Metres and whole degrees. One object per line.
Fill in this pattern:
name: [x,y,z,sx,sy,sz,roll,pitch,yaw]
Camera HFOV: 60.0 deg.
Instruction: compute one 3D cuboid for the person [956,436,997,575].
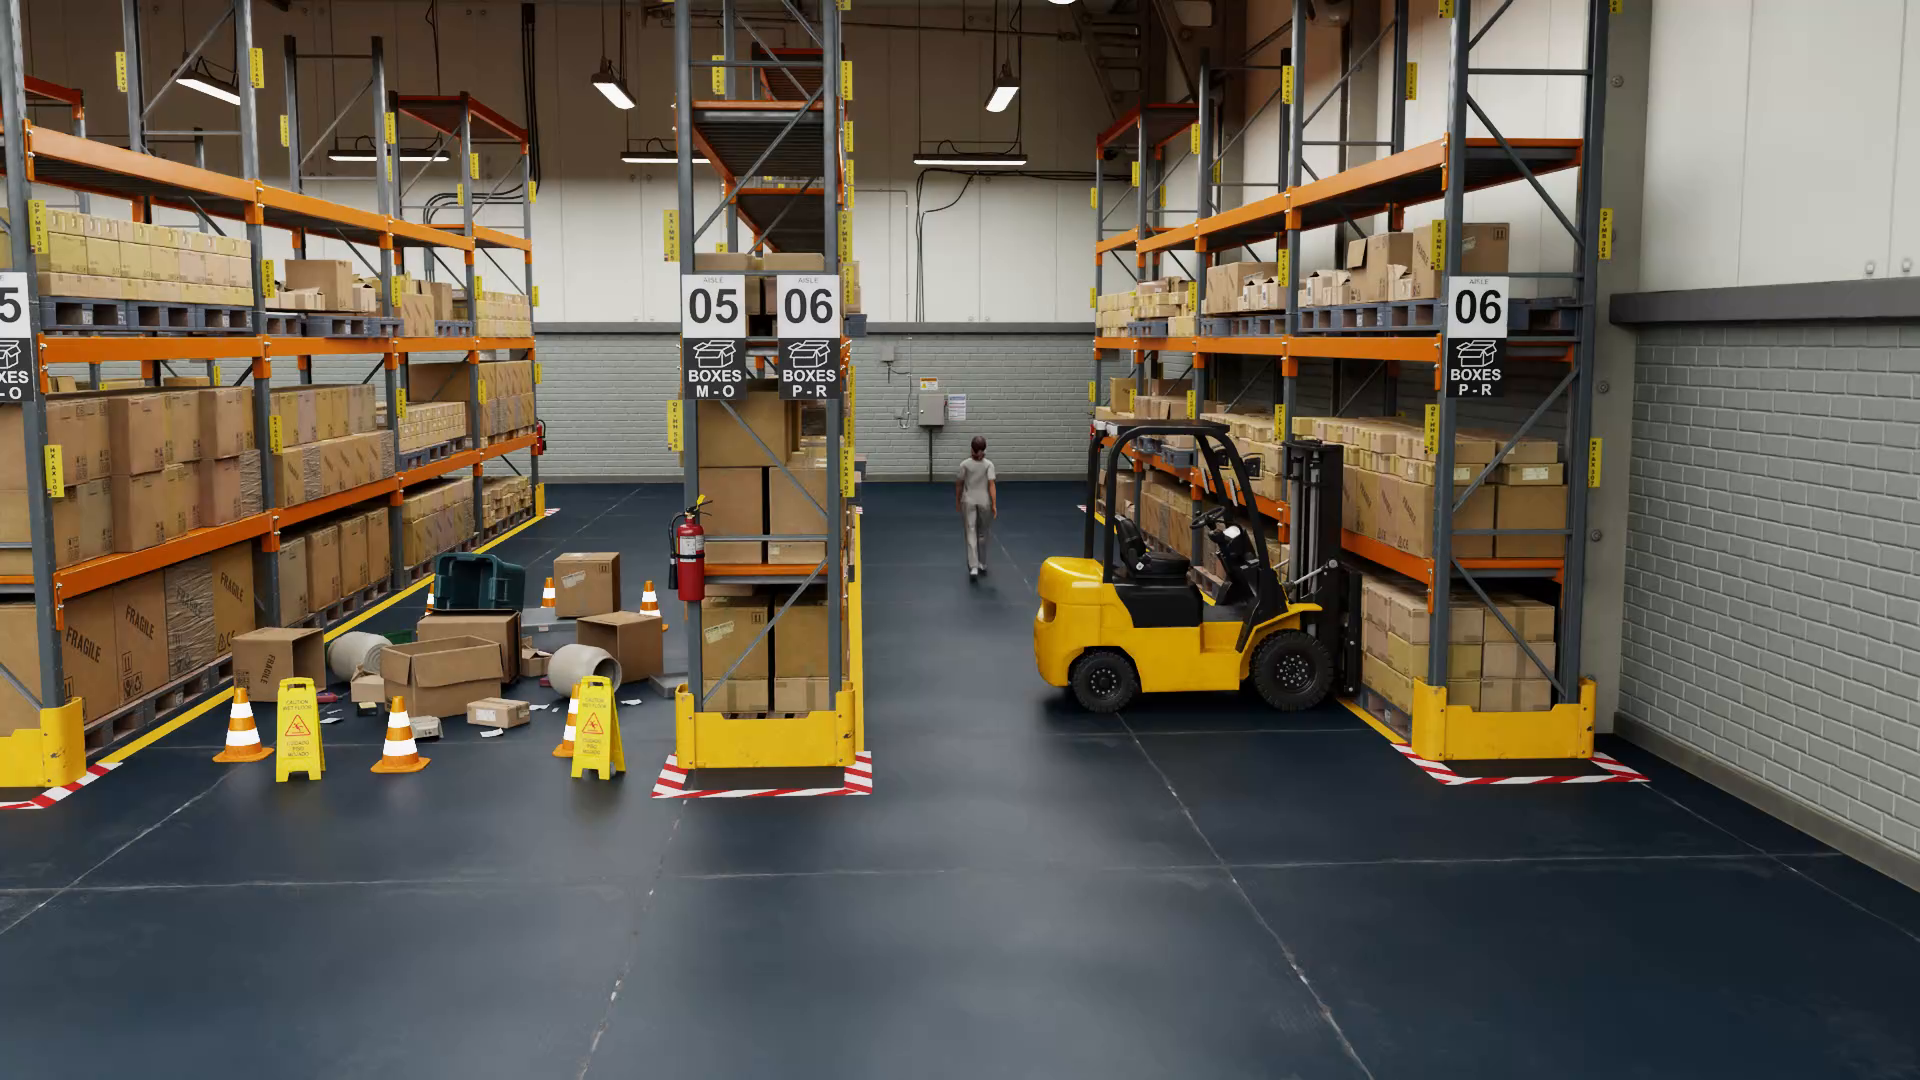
person: [0.182,-0.422,19.685,0.457,1.620,0.965,-1,7,-7]
